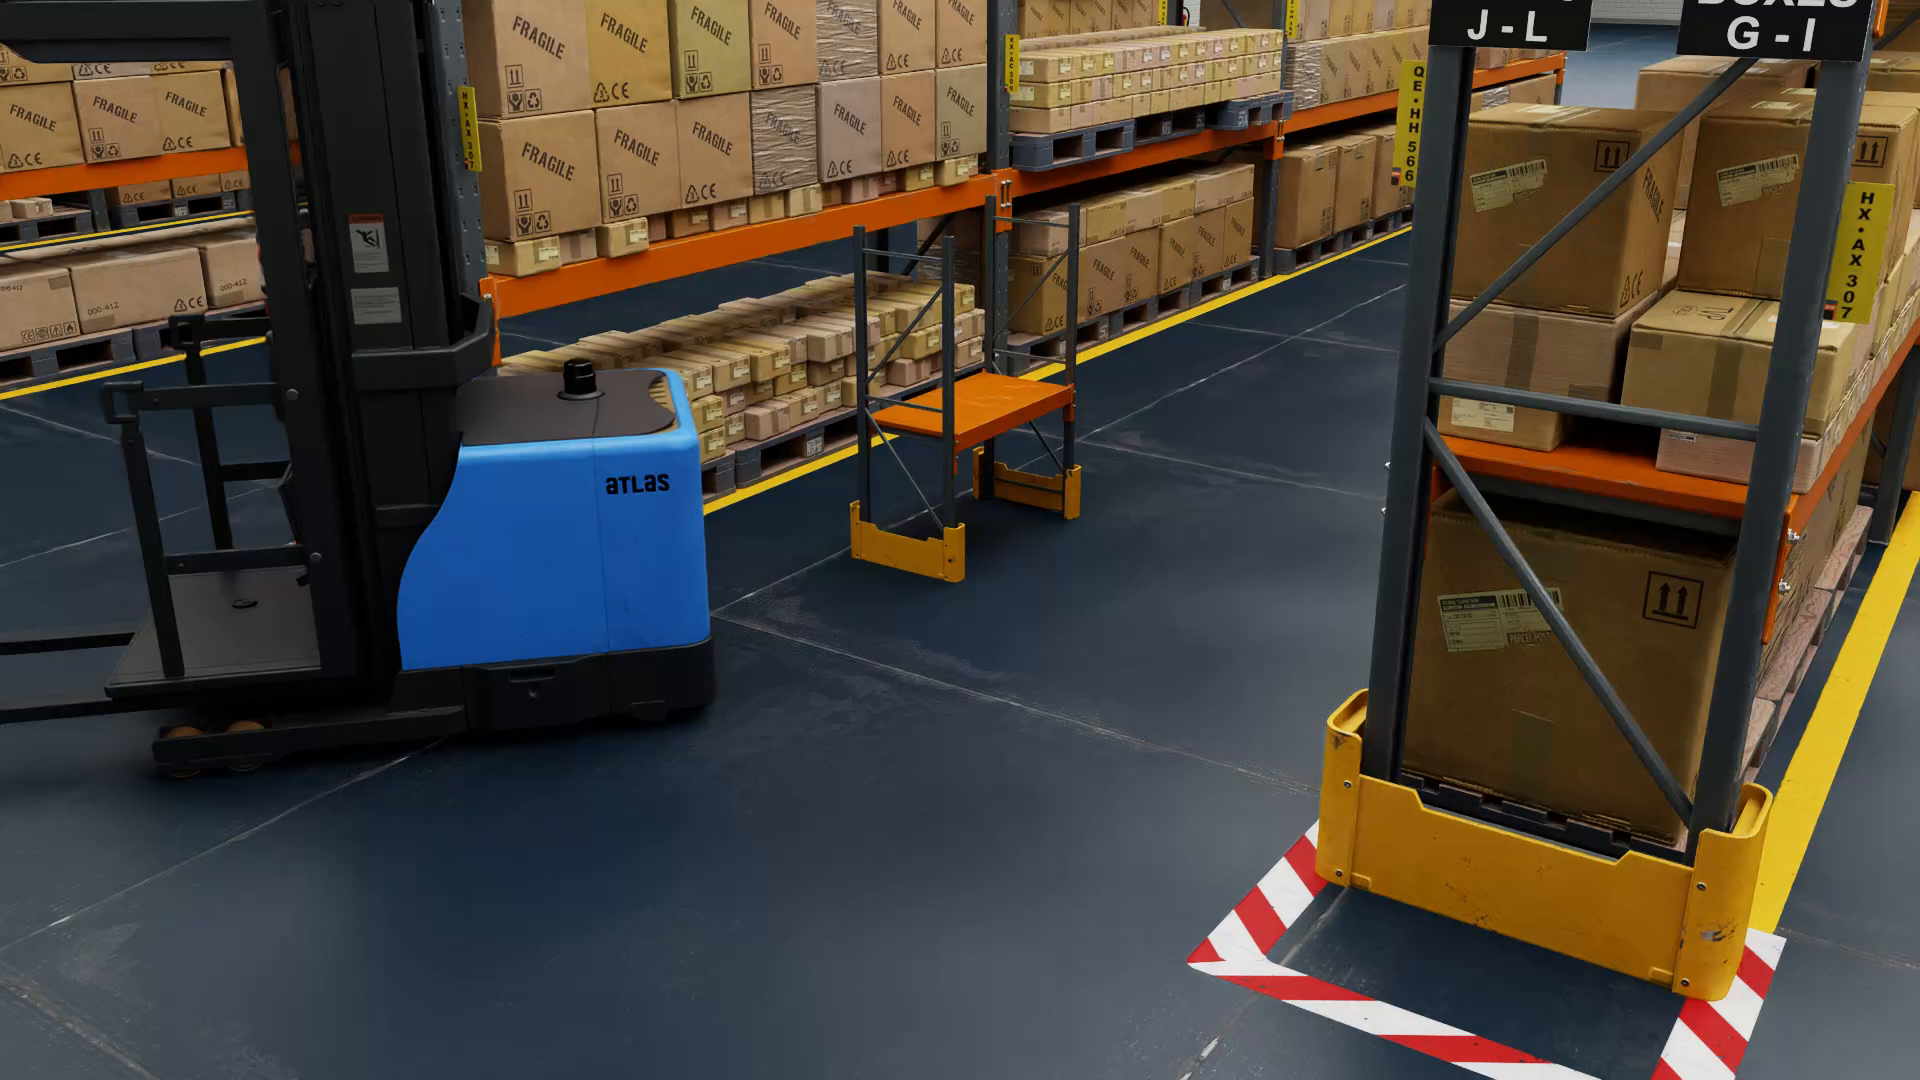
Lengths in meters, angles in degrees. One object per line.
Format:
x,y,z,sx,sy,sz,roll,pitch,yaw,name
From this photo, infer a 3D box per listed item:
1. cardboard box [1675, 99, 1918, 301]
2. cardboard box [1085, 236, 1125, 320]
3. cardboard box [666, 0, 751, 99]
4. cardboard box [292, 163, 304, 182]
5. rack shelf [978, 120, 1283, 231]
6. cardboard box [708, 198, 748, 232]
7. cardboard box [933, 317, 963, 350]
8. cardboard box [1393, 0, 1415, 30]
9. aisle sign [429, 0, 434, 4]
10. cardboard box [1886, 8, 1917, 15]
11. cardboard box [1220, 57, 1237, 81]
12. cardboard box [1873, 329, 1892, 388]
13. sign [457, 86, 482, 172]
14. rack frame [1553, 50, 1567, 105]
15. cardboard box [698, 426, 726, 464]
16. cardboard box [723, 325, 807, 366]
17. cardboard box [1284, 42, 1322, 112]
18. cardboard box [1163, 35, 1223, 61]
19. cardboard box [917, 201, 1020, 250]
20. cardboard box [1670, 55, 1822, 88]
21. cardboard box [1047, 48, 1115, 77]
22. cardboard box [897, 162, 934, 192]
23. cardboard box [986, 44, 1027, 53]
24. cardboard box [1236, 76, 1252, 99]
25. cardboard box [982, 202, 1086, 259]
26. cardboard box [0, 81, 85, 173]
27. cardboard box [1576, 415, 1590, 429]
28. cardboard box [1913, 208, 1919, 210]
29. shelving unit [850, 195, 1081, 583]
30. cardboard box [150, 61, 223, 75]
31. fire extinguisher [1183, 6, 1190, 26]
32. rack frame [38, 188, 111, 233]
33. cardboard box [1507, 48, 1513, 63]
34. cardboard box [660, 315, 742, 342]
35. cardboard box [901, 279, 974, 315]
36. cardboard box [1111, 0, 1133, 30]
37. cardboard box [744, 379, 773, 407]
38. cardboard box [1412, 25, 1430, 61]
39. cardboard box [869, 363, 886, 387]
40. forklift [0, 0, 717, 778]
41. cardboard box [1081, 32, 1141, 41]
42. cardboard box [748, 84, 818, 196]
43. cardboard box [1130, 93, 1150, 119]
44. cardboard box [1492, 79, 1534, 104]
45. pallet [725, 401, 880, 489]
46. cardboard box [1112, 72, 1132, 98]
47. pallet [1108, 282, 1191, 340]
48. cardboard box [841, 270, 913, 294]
2.420,-0.986,4.813,0.500,0.500,0.500,13,24,31,cardboard box
0.780,-1.817,11.352,0.500,0.500,0.500,15,25,34,cardboard box
-1.339,-2.356,7.796,0.500,0.500,0.500,13,24,31,cardboard box
-7.079,-3.948,17.112,0.500,0.500,0.500,12,24,30,cardboard box
0.973,-2.717,11.823,1.077,0.370,4.000,13,24,32,rack shelf
-1.275,-1.631,8.213,0.380,0.149,0.250,13,24,31,cardboard box
-0.207,-1.247,9.888,0.380,0.149,0.250,12,23,29,cardboard box
3.784,-5.000,15.373,0.700,0.500,0.500,13,24,31,cardboard box
-2.193,-2.472,6.378,0.394,0.787,0.004,13,24,32,aisle sign
4.642,-2.381,8.288,0.797,0.503,0.637,14,24,32,cardboard box
1.761,-3.392,11.938,0.380,0.149,0.250,13,24,32,cardboard box
2.839,-0.625,5.494,0.380,0.149,0.250,13,24,31,cardboard box
-1.951,-1.633,6.608,0.100,0.325,0.005,13,24,32,sign
6.595,-5.923,19.455,1.000,3.000,0.127,13,24,32,rack frame
-1.393,-0.496,8.286,0.380,0.149,0.250,14,24,32,cardboard box
-1.039,-1.028,8.867,0.380,0.149,0.250,13,24,32,cardboard box
2.573,-3.751,13.438,0.500,0.500,0.500,14,24,32,cardboard box
1.623,-3.464,11.705,0.380,0.149,0.250,13,24,32,cardboard box
0.058,-2.120,11.088,0.500,0.250,0.500,13,24,30,cardboard box
3.130,-1.678,6.683,0.500,0.500,0.500,13,24,32,cardboard box
0.749,-3.016,10.494,0.380,0.149,0.250,14,24,32,cardboard box
-0.373,-2.075,9.412,0.380,0.149,0.250,14,25,34,cardboard box
0.210,-3.143,10.837,0.380,0.149,0.250,12,24,30,cardboard box
1.915,-3.331,12.204,0.380,0.149,0.250,14,24,33,cardboard box
0.483,-2.017,10.811,0.500,0.250,0.500,12,23,29,cardboard box
-5.782,-2.548,10.186,0.500,0.500,0.500,13,24,31,cardboard box
1.718,-0.460,5.046,0.380,0.149,0.250,14,24,32,cardboard box
3.574,-1.226,6.544,0.500,0.250,0.500,14,25,33,cardboard box
0.043,-0.725,7.564,0.587,1.500,1.083,13,24,32,shelving unit
-5.198,-3.309,10.802,0.500,0.500,0.500,13,24,32,cardboard box
2.889,-6.766,21.845,0.296,0.674,0.183,13,24,32,fire extinguisher
-8.409,-4.384,15.292,1.000,3.000,0.127,13,24,32,rack frame
5.450,-5.420,17.878,0.875,0.550,0.500,13,24,32,cardboard box
-1.416,-1.117,9.109,0.380,0.149,0.250,13,24,32,cardboard box
-0.136,-1.466,10.052,0.380,0.149,0.250,14,25,33,cardboard box
1.797,-6.551,20.579,0.500,0.500,0.500,13,24,32,cardboard box
-1.205,-0.820,8.734,0.380,0.149,0.250,15,25,35,cardboard box
4.274,-4.621,15.789,0.500,0.500,0.500,13,24,32,cardboard box
-0.649,-0.963,9.548,0.380,0.149,0.250,13,24,31,cardboard box
-2.455,-0.776,5.637,3.031,2.935,1.130,-5,21,-12,forklift
1.087,-3.590,12.047,0.380,0.149,0.250,15,25,34,cardboard box
-1.072,-2.038,8.378,0.500,0.500,0.500,13,24,30,cardboard box
1.030,-2.879,10.982,0.380,0.149,0.250,12,23,29,cardboard box
5.775,-4.664,18.506,0.875,0.875,0.875,13,24,31,cardboard box
-1.185,-0.621,9.141,1.003,0.211,1.213,13,24,32,pallet
0.885,-2.946,10.733,0.380,0.149,0.250,12,24,30,cardboard box
0.970,-1.748,12.185,1.003,0.211,1.213,13,24,32,pallet
-0.516,-1.561,10.307,0.380,0.149,0.250,14,25,34,cardboard box
